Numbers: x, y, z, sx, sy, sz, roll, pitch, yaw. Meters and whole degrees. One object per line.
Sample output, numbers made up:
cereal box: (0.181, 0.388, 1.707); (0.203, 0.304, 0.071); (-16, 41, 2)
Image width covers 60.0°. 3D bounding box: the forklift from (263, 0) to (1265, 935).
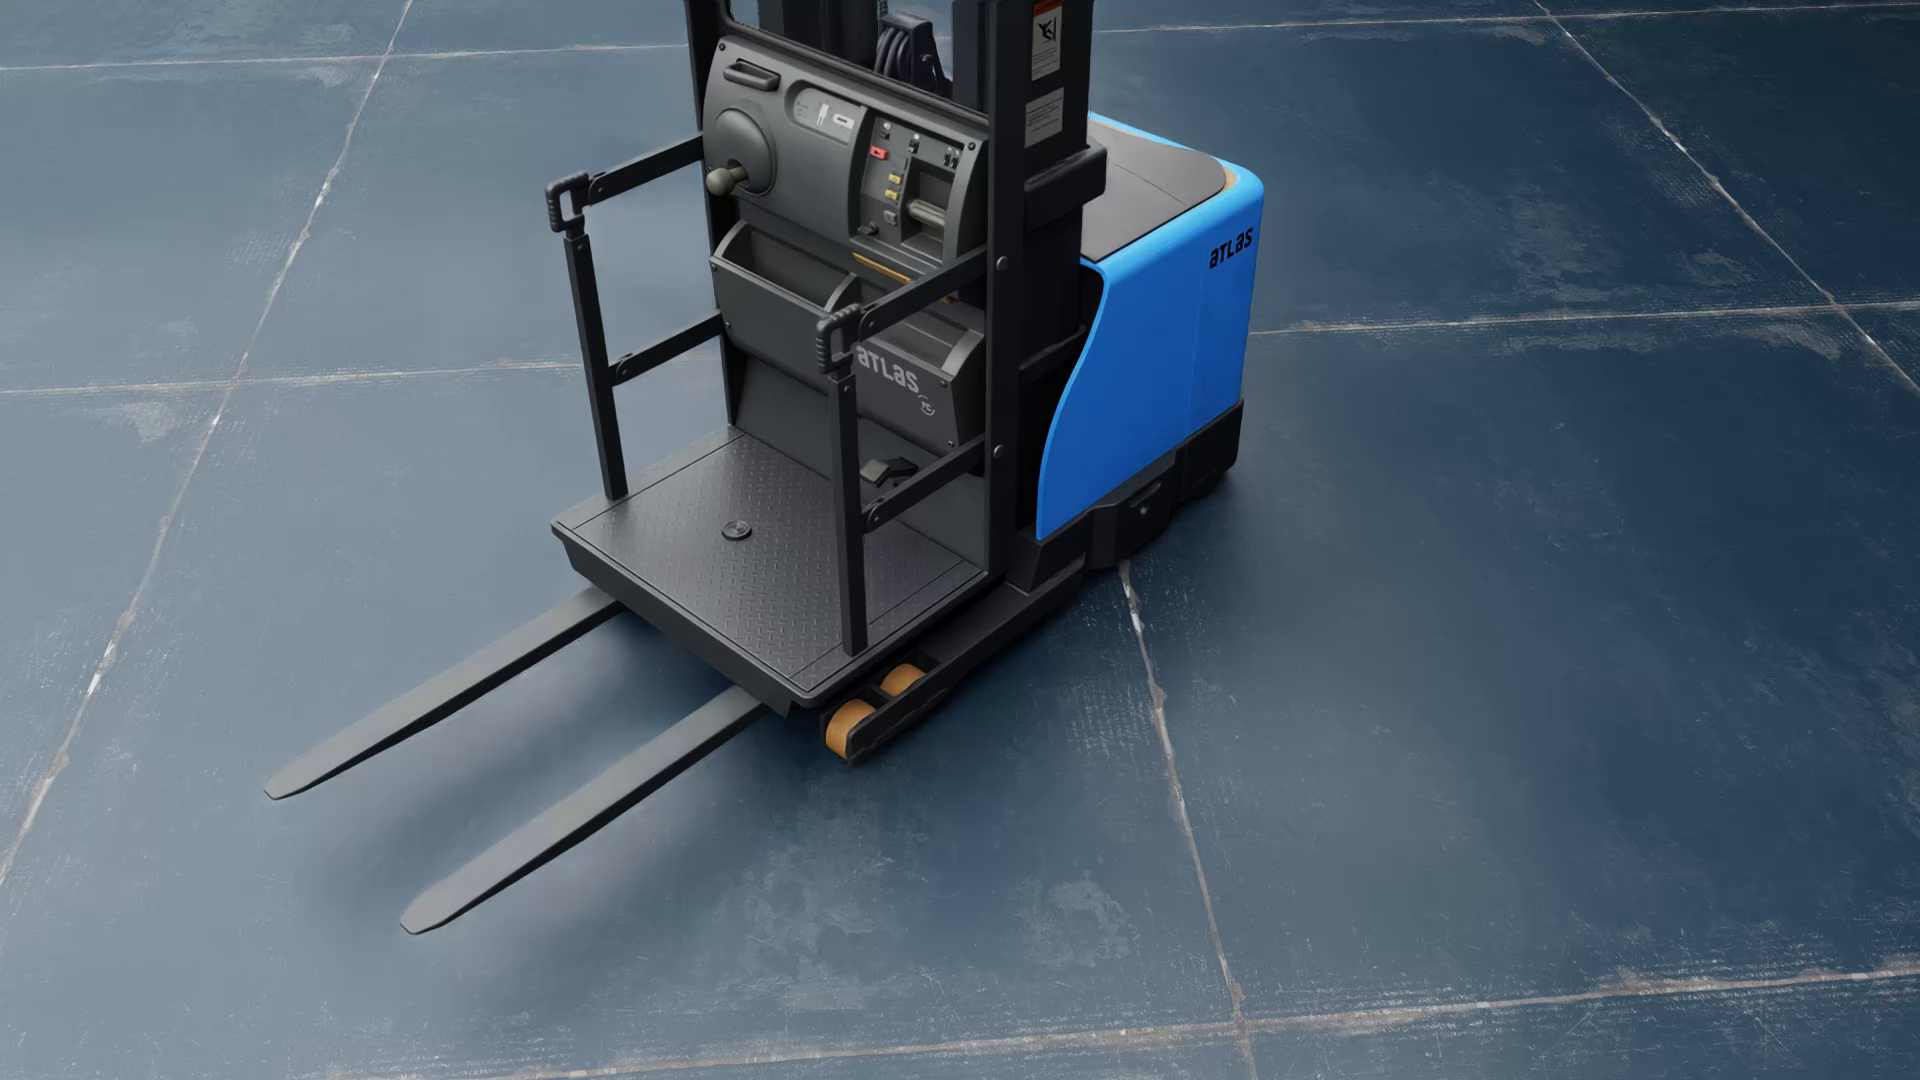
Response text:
forklift: (-0.455, -0.912, 4.039); (1.130, 2.935, 3.031); (30, 47, 32)
